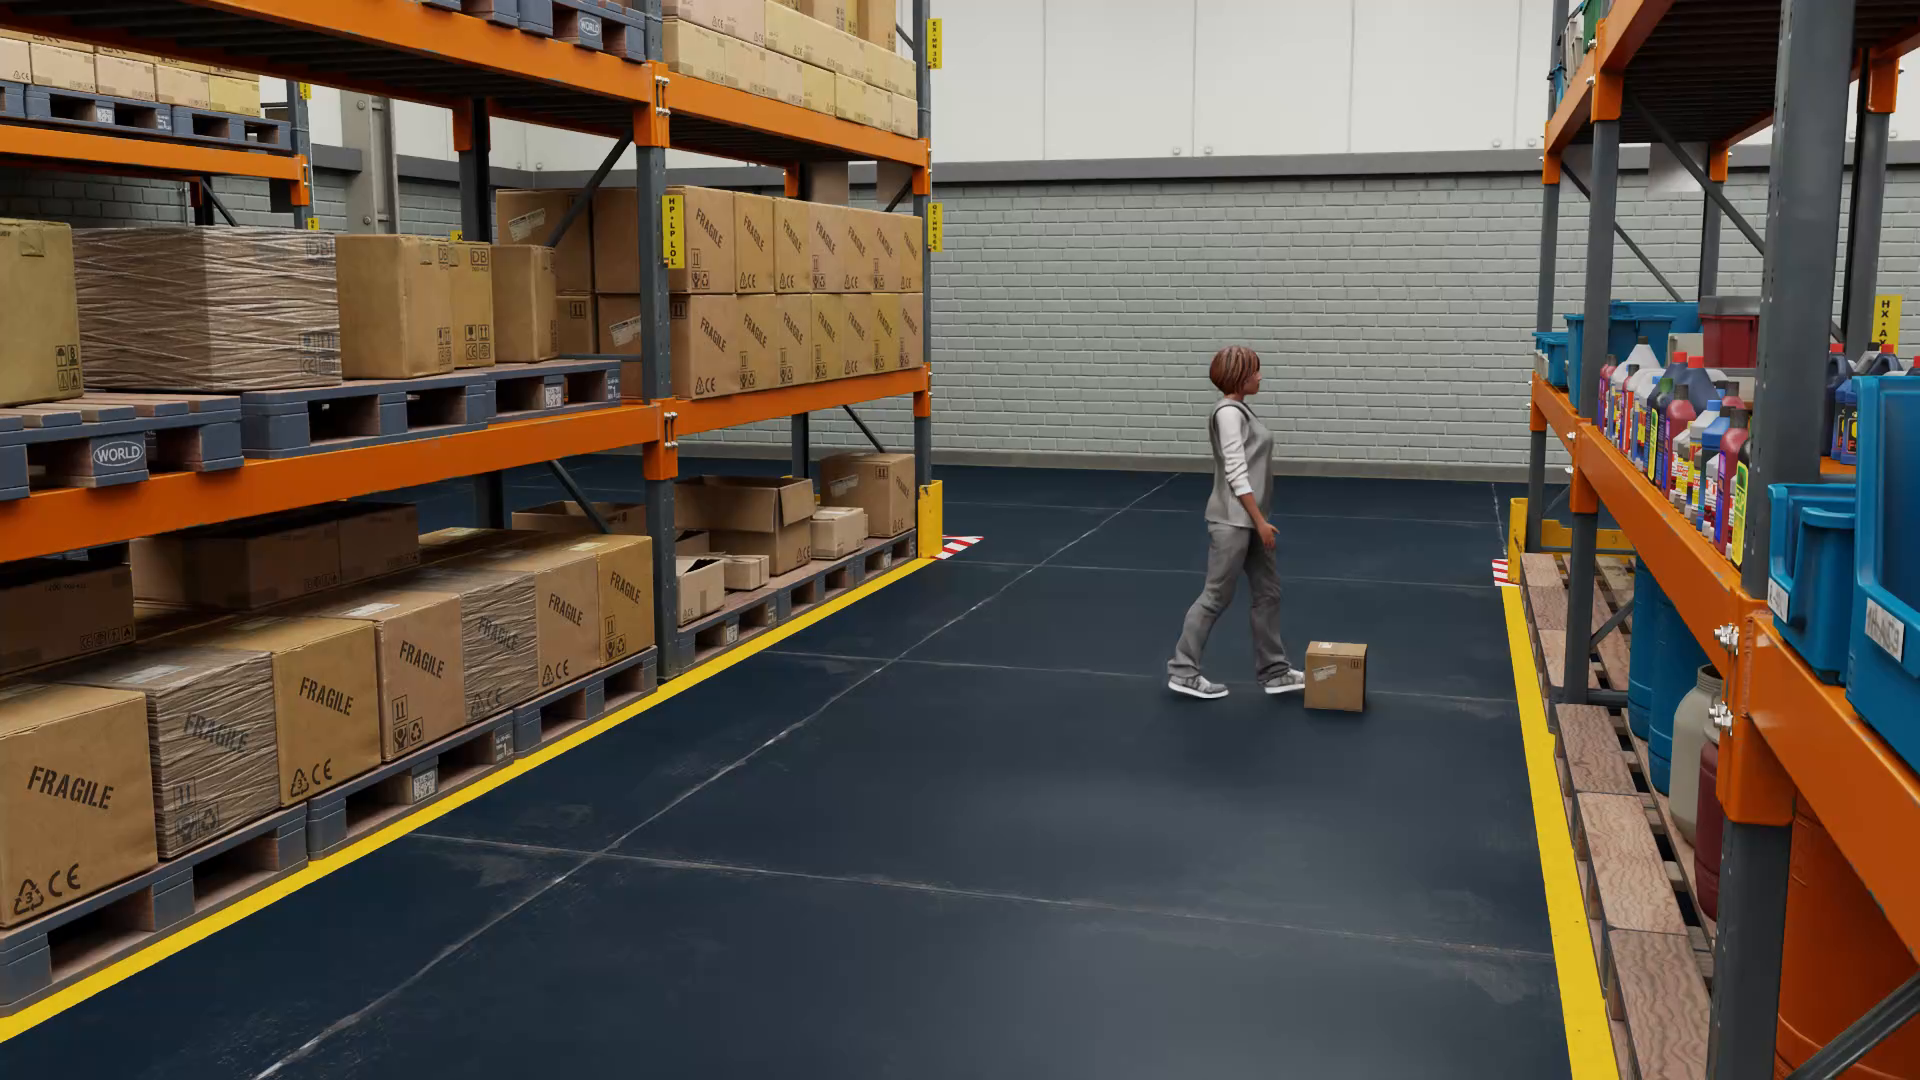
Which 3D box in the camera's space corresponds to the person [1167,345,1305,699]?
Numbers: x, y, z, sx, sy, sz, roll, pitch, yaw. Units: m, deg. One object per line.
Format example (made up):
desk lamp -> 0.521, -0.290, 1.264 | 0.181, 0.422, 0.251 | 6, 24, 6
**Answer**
person -> 1.285, -0.074, 7.405 | 0.690, 1.582, 0.419 | 3, 9, 17
